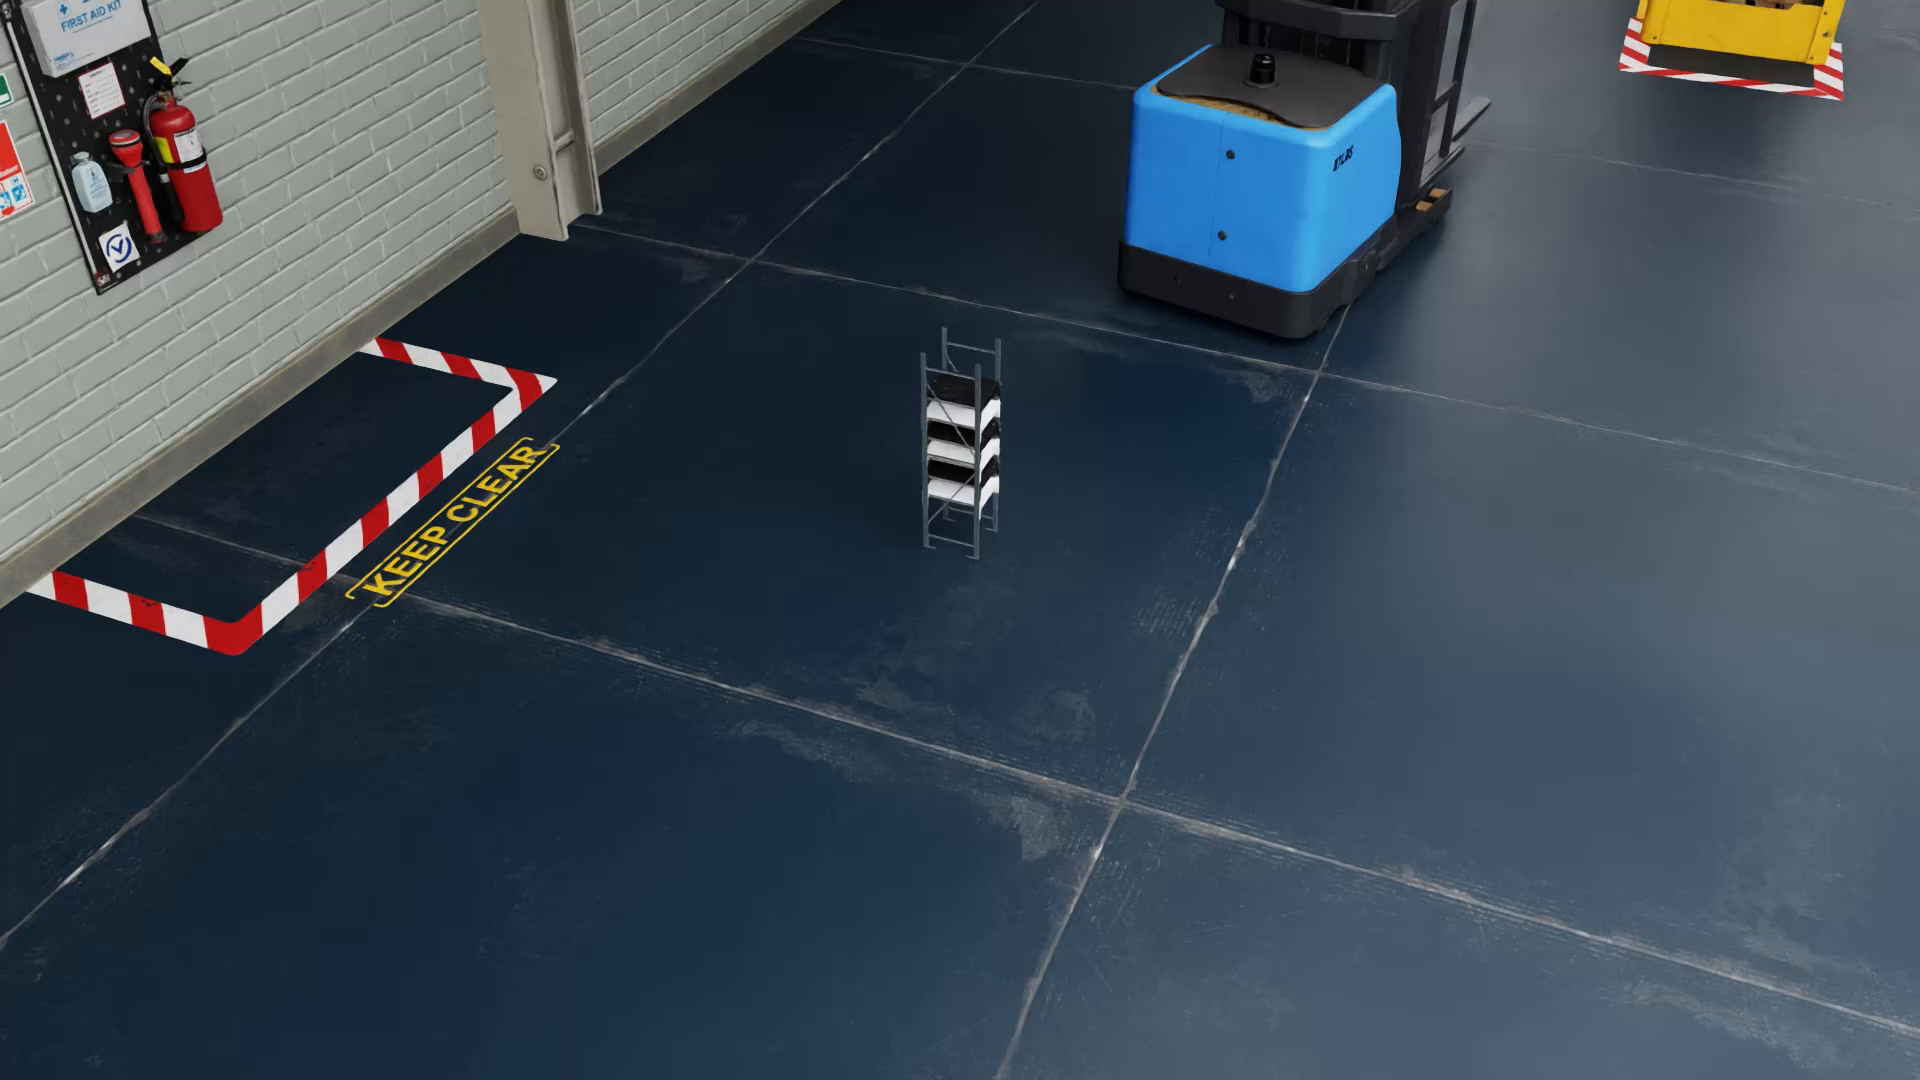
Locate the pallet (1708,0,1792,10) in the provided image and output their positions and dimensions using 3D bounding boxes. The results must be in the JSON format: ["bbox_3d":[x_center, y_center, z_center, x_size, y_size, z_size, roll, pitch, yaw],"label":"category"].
[{"bbox_3d":[5.466,-3.868,11.749,1.003,0.211,1.213,14,39,18],"label":"pallet"}]

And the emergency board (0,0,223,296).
[{"bbox_3d":[-3.161,-1.582,6.361,0.194,1.169,0.643,14,39,18],"label":"emergency board"}]

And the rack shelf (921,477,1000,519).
[{"bbox_3d":[0.003,-0.194,6.614,0.258,0.077,0.200,14,39,18],"label":"rack shelf"}]

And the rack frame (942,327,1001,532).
[{"bbox_3d":[0.042,-0.421,6.562,0.240,0.900,0.006,14,39,18],"label":"rack frame"}]

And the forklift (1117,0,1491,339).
[{"bbox_3d":[2.031,-2.976,8.283,1.130,2.935,3.031,22,42,27],"label":"forklift"}]

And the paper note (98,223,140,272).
[{"bbox_3d":[-3.292,-1.147,6.514,0.016,0.148,0.142,14,39,18],"label":"paper note"}]

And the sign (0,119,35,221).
[{"bbox_3d":[-3.467,-1.313,5.972,0.001,0.329,0.234,14,39,18],"label":"sign"}]

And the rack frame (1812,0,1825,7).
[{"bbox_3d":[5.214,-4.552,10.335,1.000,3.000,0.127,14,39,18],"label":"rack frame"}]

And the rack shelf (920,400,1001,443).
[{"bbox_3d":[0.003,-0.482,6.399,0.258,0.077,0.200,14,39,18],"label":"rack shelf"}]

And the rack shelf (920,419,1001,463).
[{"bbox_3d":[0.003,-0.410,6.453,0.258,0.077,0.200,14,39,18],"label":"rack shelf"}]

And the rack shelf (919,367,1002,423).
[{"bbox_3d":[0.003,-0.555,6.345,0.258,0.077,0.200,14,39,18],"label":"rack shelf"}]

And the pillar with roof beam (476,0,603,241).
[{"bbox_3d":[1.796,-4.364,5.072,9.100,9.000,0.400,14,39,18],"label":"pillar with roof beam"}]

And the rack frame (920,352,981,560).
[{"bbox_3d":[-0.036,-0.309,6.411,0.240,0.900,0.006,14,39,18],"label":"rack frame"}]

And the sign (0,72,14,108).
[{"bbox_3d":[-3.457,-1.526,5.814,0.001,0.109,0.331,14,39,18],"label":"sign"}]

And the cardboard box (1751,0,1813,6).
[{"bbox_3d":[5.623,-3.865,11.362,0.500,0.250,0.500,14,39,18],"label":"cardboard box"}]

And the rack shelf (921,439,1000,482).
[{"bbox_3d":[0.003,-0.338,6.507,0.258,0.077,0.200,14,39,18],"label":"rack shelf"}]

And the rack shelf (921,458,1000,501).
[{"bbox_3d":[0.003,-0.266,6.560,0.258,0.077,0.200,14,39,18],"label":"rack shelf"}]

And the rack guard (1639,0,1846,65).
[{"bbox_3d":[5.205,-3.538,11.066,1.175,0.500,0.348,14,39,18],"label":"rack guard"}]

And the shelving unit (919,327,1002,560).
[{"bbox_3d":[0.003,-0.365,6.487,0.258,0.900,0.210,14,39,18],"label":"shelving unit"}]
